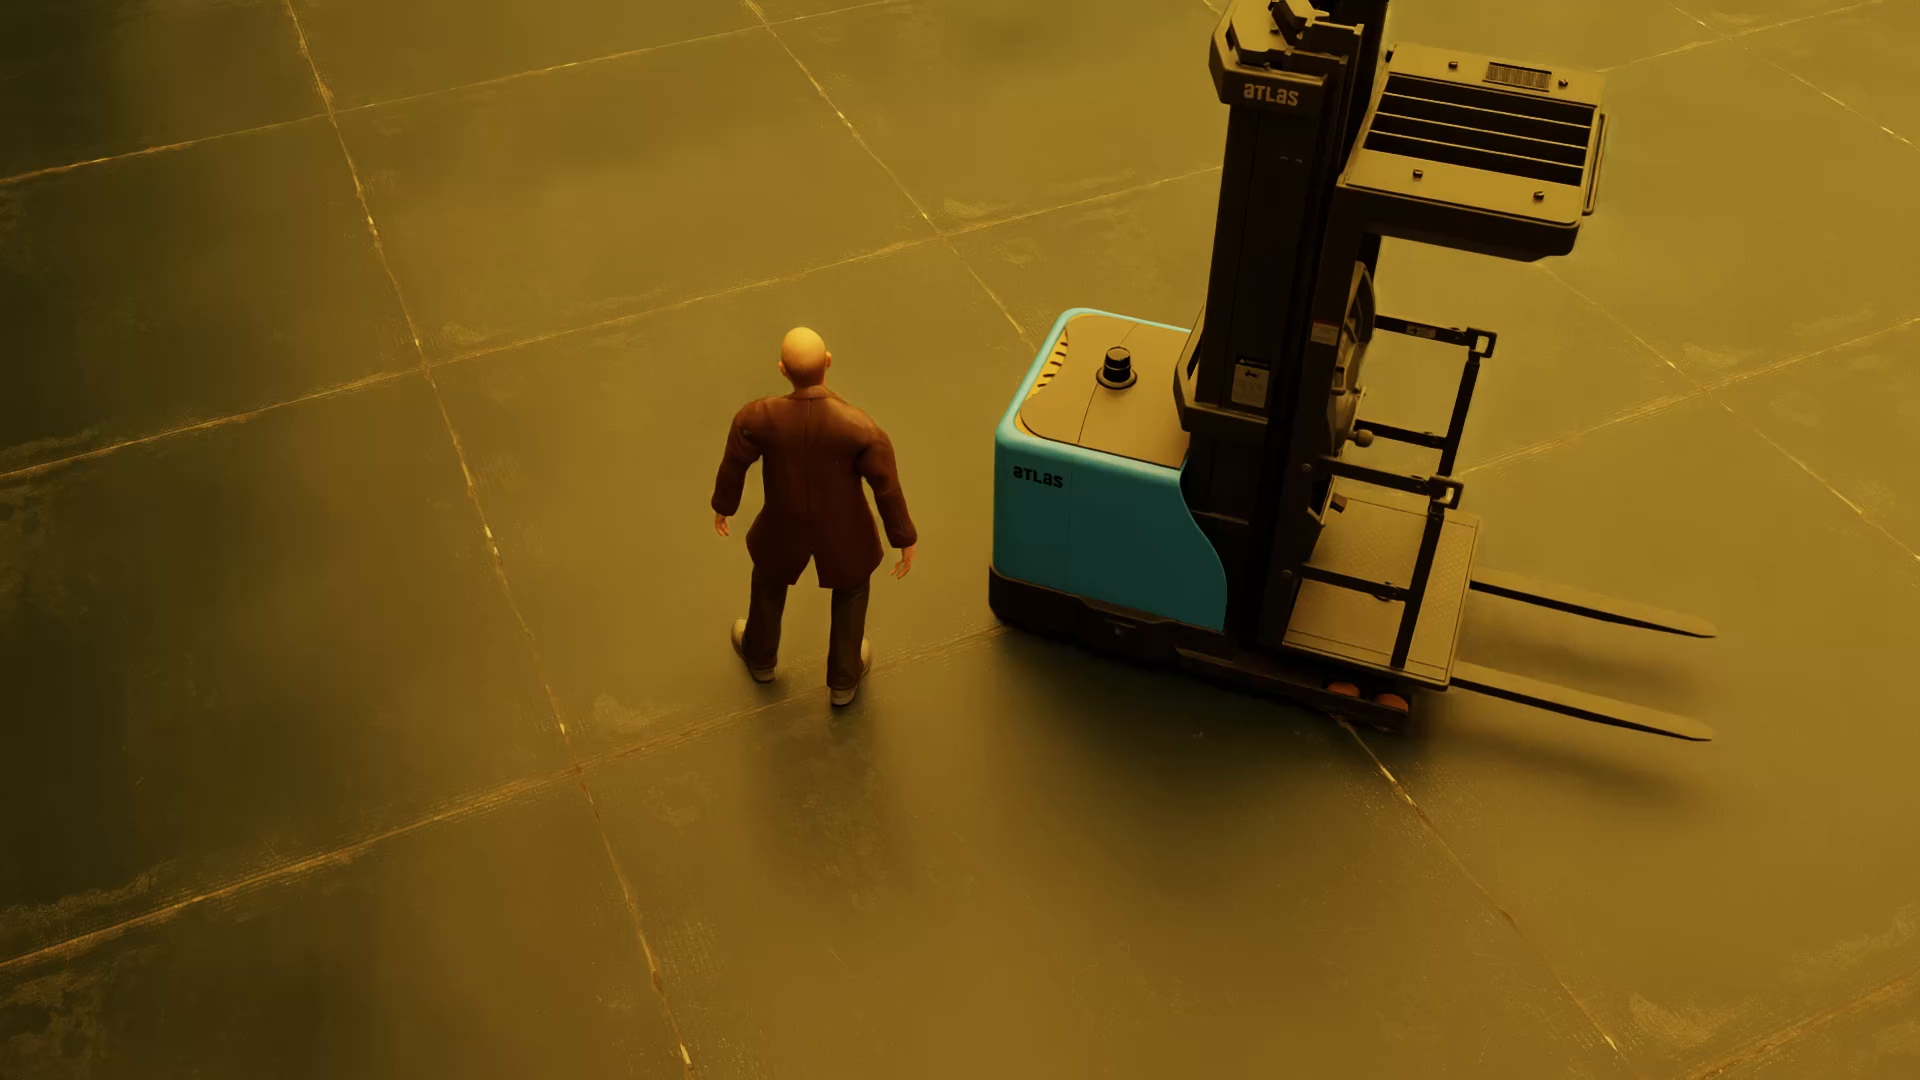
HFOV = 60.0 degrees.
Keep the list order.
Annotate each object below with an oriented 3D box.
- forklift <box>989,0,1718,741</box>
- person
[{"bbox_3d":[1.700,-0.680,6.408,3.031,2.935,1.130,14,45,15],"label":"forklift"},{"bbox_3d":[-0.596,-0.077,6.633,0.878,1.751,0.422,4,43,5],"label":"person"}]
